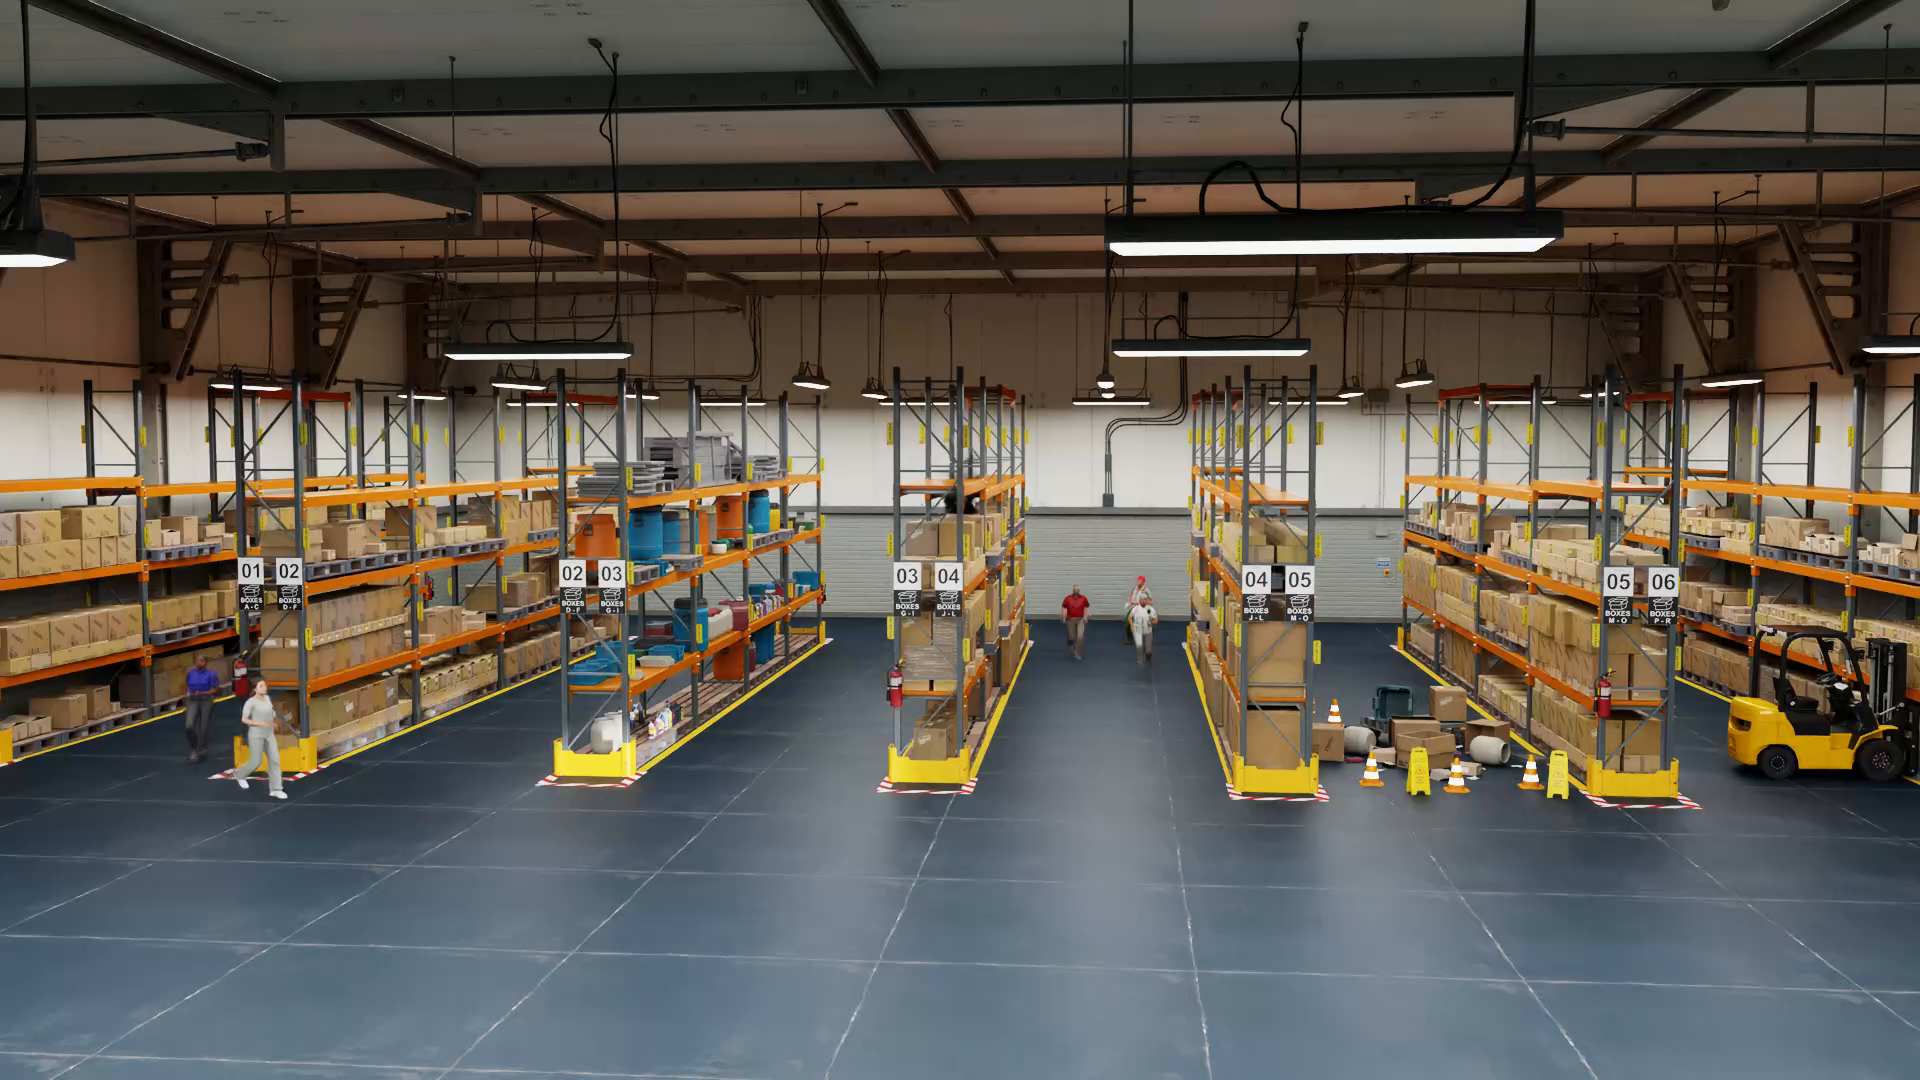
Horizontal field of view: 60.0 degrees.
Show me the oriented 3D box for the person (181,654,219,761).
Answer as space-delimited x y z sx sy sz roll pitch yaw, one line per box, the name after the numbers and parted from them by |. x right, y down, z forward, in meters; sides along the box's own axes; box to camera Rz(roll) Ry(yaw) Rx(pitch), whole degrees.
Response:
-11.786 2.602 25.811 0.568 1.664 0.650 -1 4 -12 | person

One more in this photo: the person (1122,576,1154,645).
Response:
4.302 1.690 39.887 0.572 1.693 0.746 -3 5 -44 | person

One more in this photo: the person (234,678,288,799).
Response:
-9.689 2.727 23.020 0.964 1.655 0.581 2 4 28 | person

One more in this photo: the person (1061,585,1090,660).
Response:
2.615 1.842 37.568 0.652 1.684 0.647 0 4 -1 | person

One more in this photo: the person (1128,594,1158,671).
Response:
3.773 1.920 34.313 0.620 1.631 0.830 0 4 5 | person
